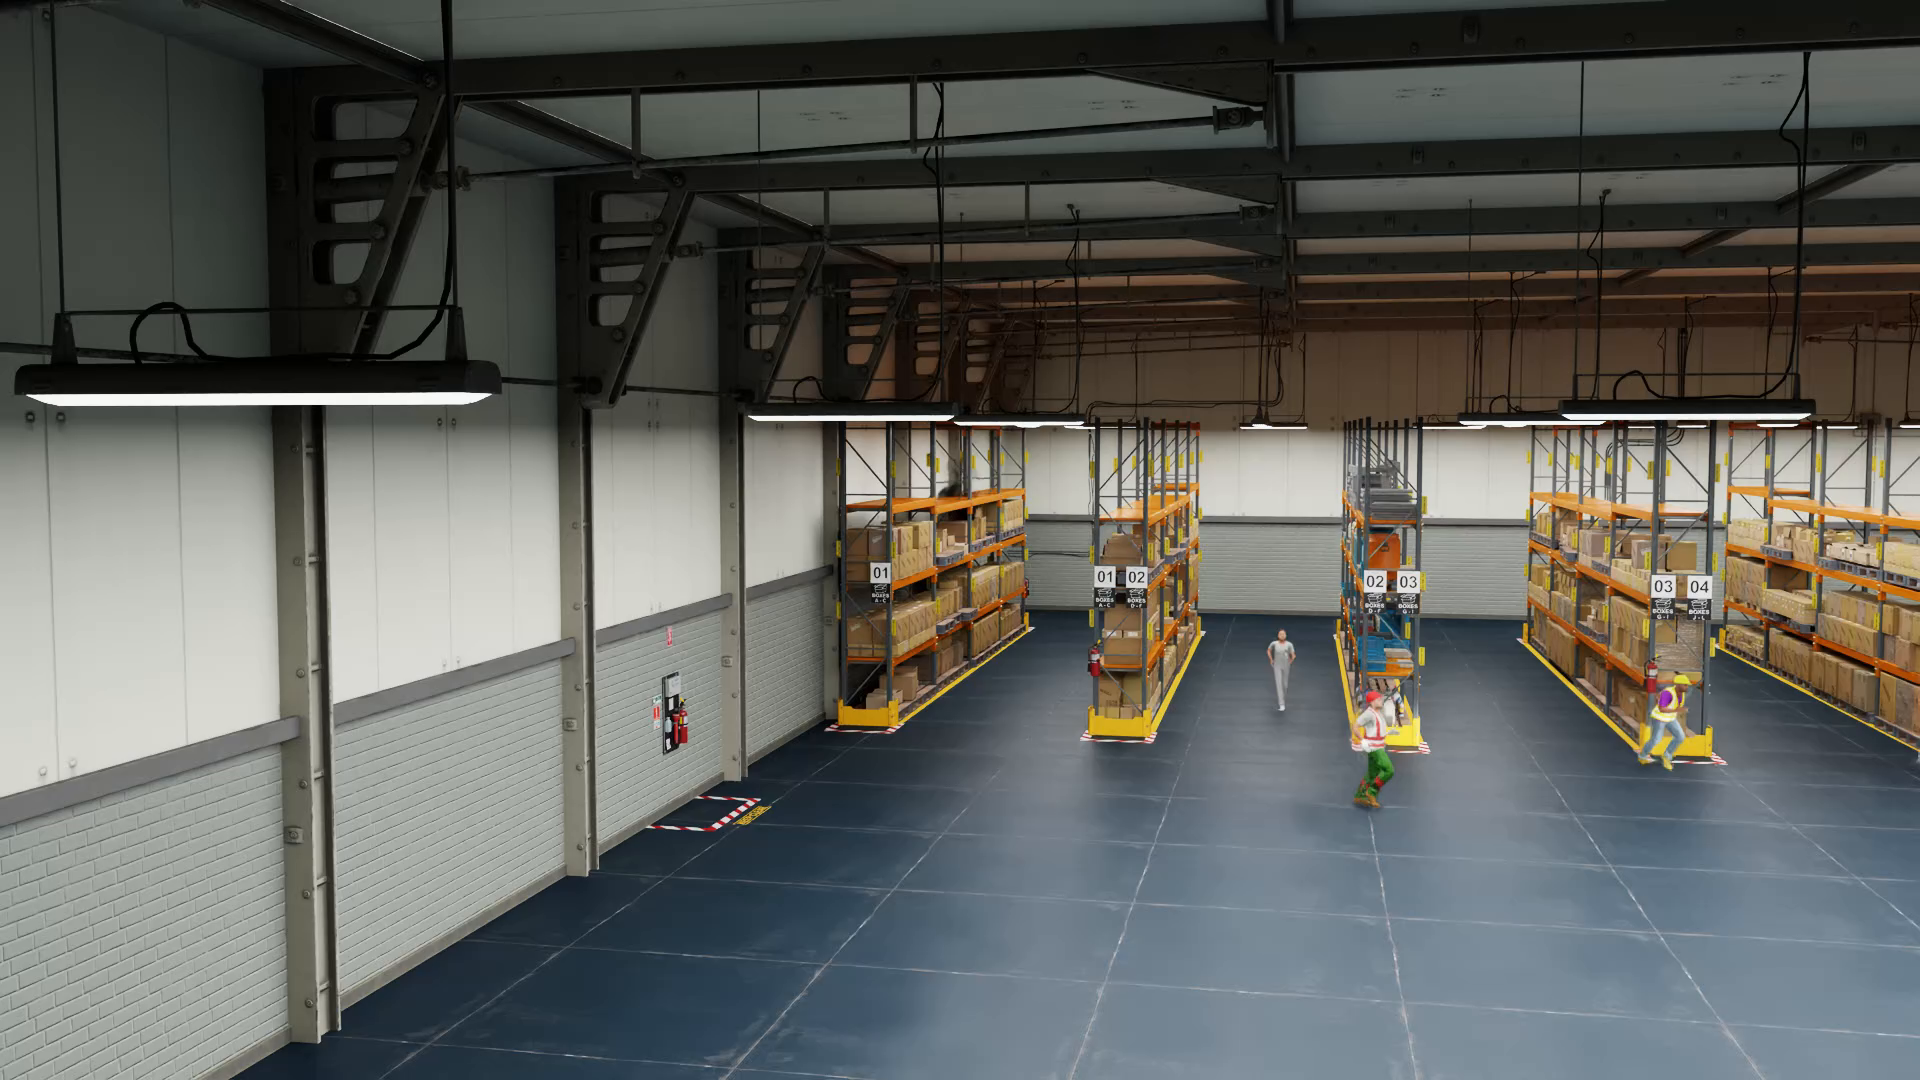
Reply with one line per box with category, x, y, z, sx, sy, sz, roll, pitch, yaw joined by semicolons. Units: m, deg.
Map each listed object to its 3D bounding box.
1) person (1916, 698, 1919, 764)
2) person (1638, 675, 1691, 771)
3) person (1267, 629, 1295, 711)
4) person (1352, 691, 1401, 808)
person;16.421;3.089;27.832;0.626;1.707;0.793;-2;4;-30
person;11.971;3.080;28.186;0.733;1.674;0.963;-2;4;-31
person;6.662;2.666;34.484;0.567;1.669;0.879;0;4;6
person;6.342;3.185;25.296;0.690;1.775;0.641;2;4;25
